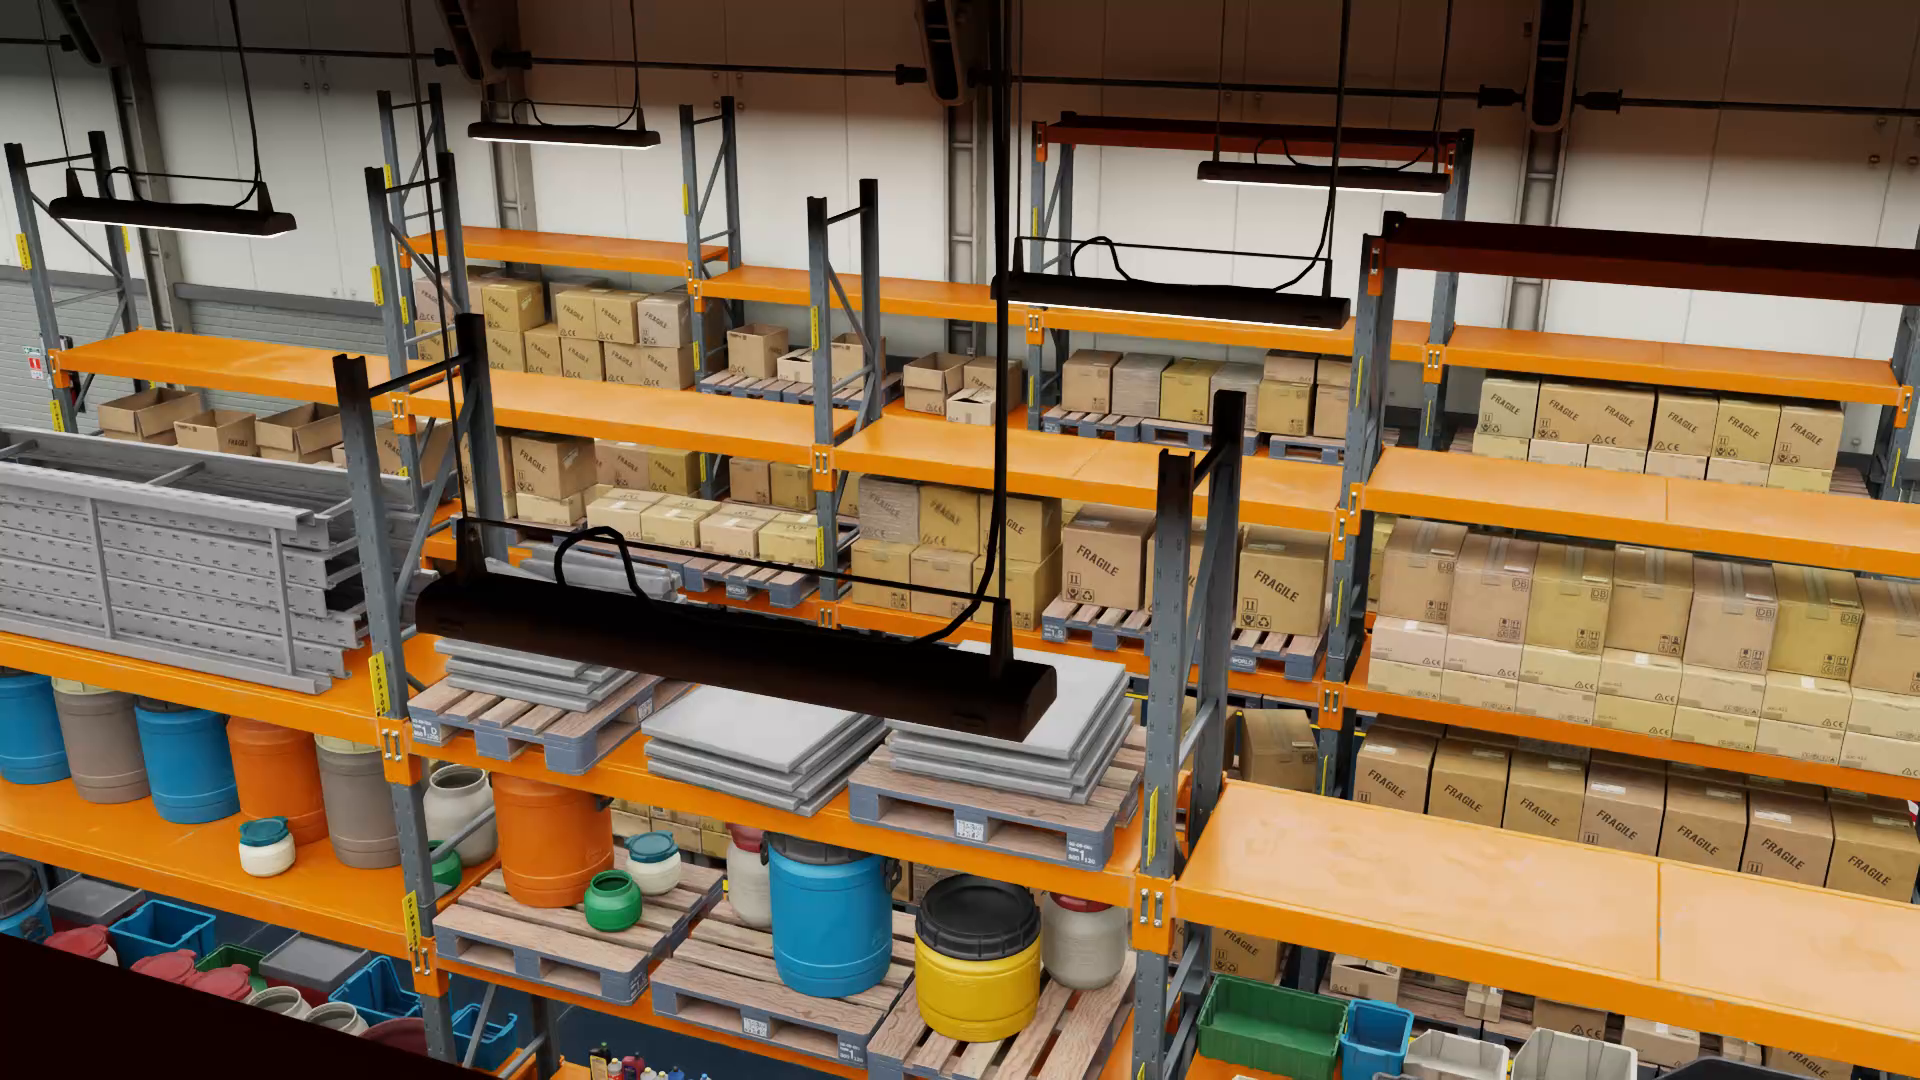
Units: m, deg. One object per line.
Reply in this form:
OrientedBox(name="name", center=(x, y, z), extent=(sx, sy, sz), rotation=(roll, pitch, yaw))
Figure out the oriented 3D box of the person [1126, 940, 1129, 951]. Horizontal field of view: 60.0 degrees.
OrientedBox(name="person", center=(1.069, 3.028, 12.142), extent=(0.697, 1.532, 0.601), rotation=(12, 24, 28))
